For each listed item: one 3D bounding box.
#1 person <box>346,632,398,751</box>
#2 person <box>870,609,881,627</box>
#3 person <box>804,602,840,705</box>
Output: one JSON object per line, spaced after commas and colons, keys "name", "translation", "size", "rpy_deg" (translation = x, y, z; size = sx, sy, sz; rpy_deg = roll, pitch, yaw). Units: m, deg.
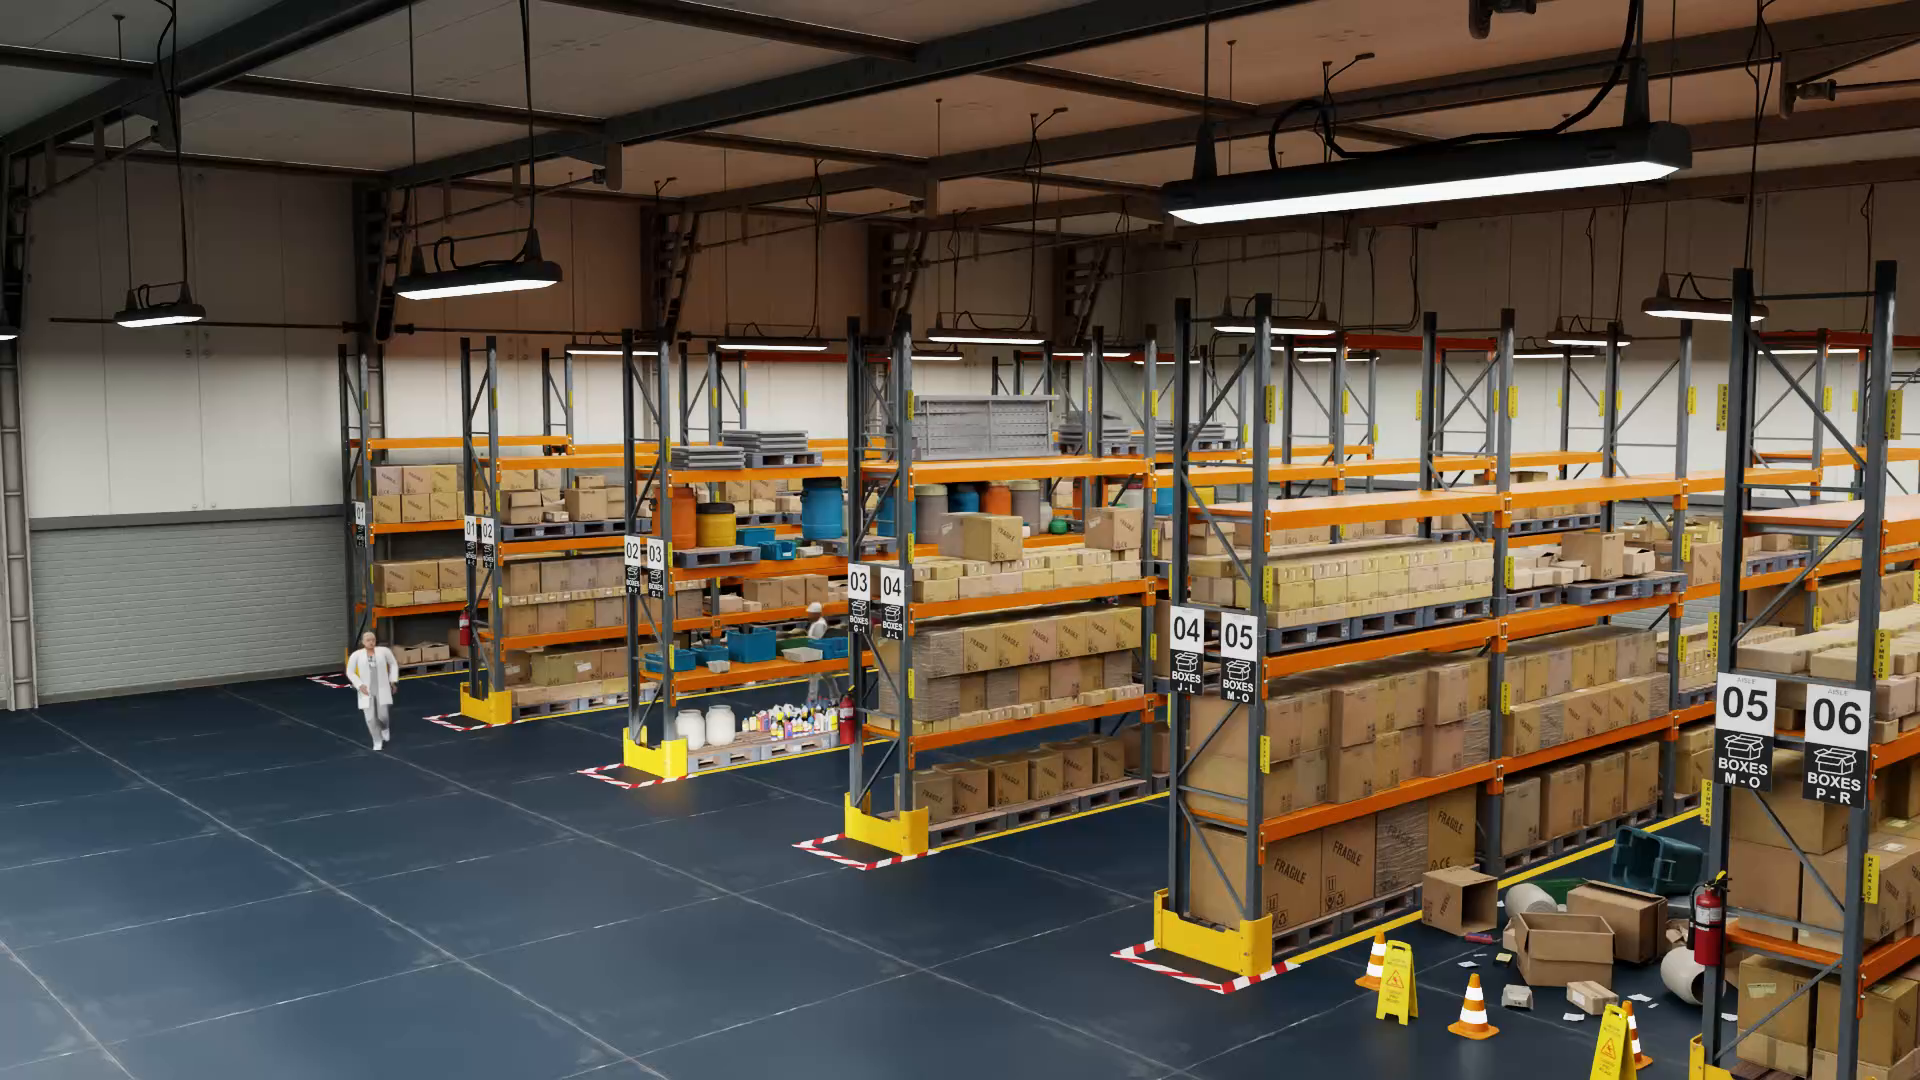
{"name": "person", "translation": [-8.466, 2.164, 23.966], "size": [0.703, 1.722, 0.632], "rpy_deg": [-2, 5, -19]}
{"name": "person", "translation": [-1.837, 1.356, 33.923], "size": [0.562, 1.559, 0.741], "rpy_deg": [4, 6, 36]}
{"name": "person", "translation": [-2.318, 1.877, 26.983], "size": [0.771, 1.775, 0.767], "rpy_deg": [-1, 5, -11]}
